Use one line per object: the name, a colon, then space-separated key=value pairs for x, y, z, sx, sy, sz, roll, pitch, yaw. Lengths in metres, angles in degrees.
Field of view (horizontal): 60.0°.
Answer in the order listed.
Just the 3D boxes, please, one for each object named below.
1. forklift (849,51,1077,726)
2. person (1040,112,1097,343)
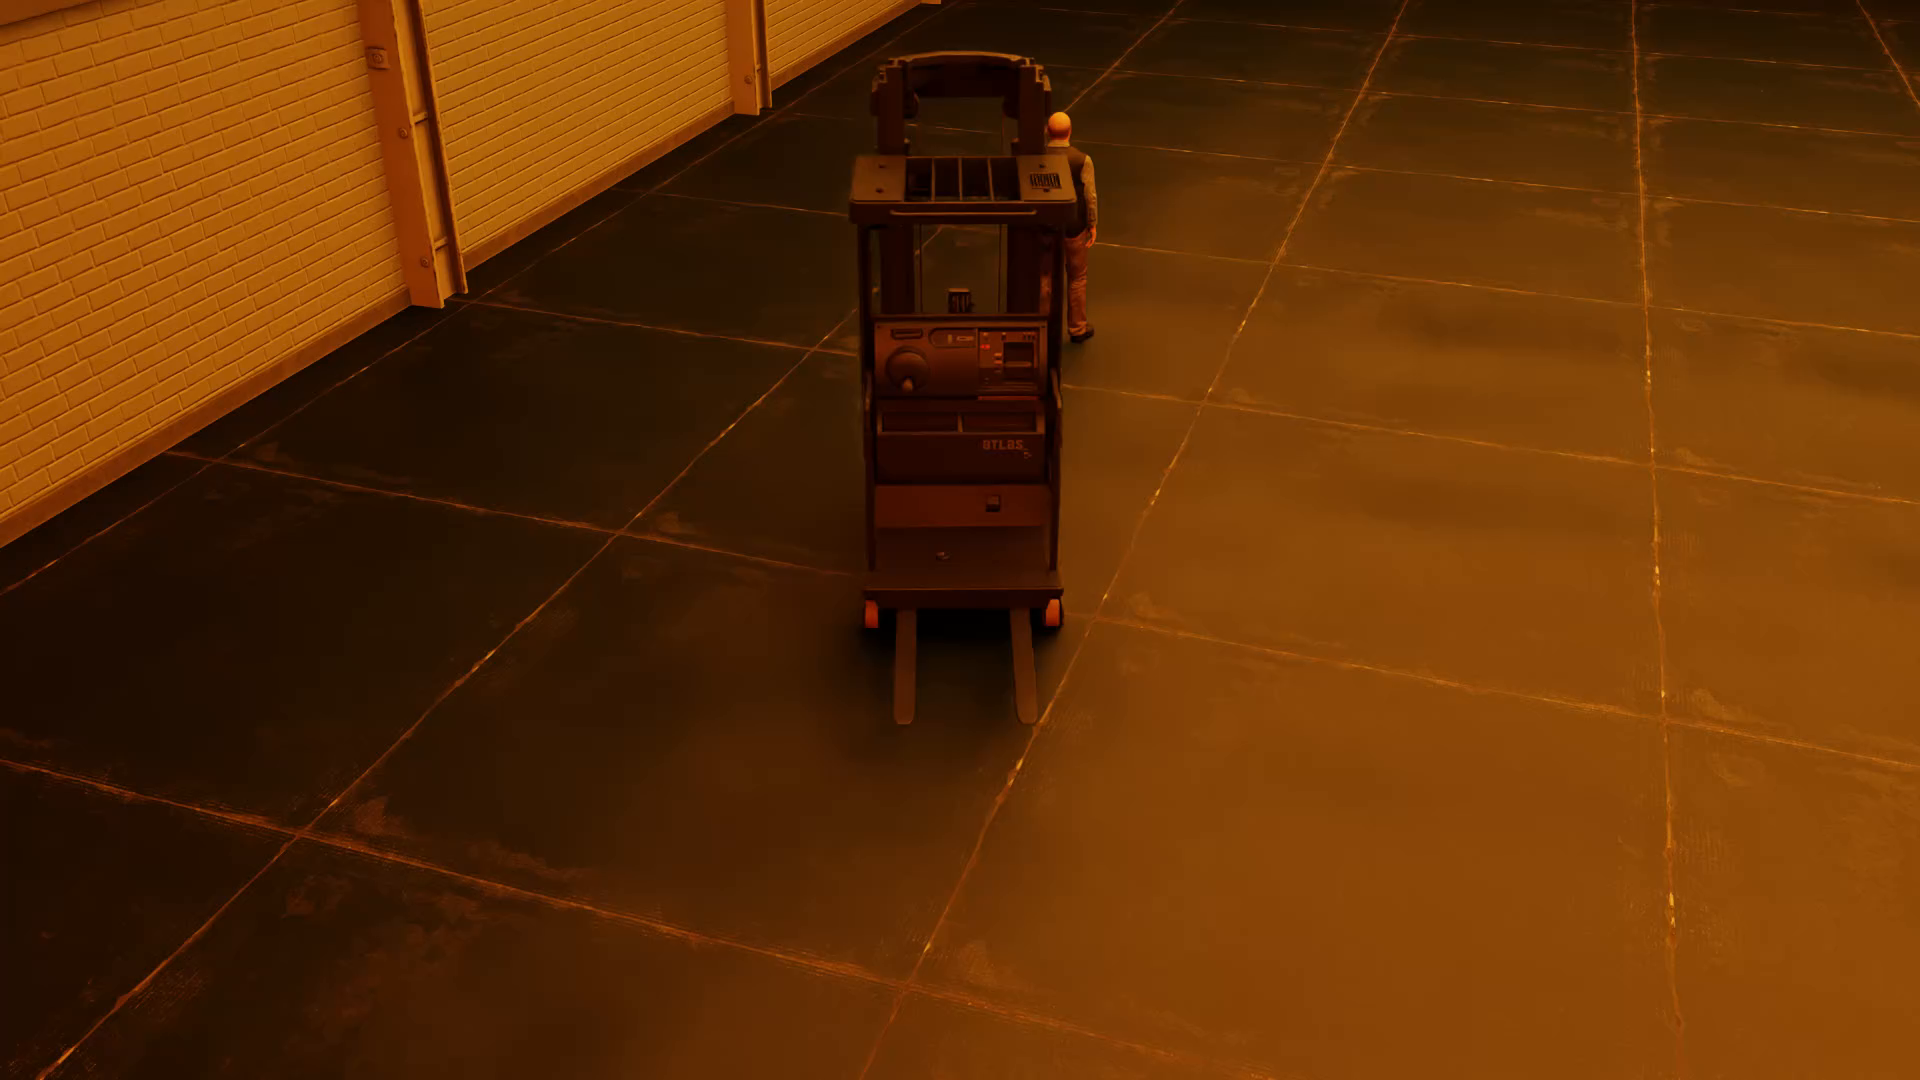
forklift: x=0.010 y=-0.935 z=8.776 sx=1.130 sy=2.935 sz=3.031 roll=0 pitch=30 yaw=-1
person: x=0.732 y=-2.317 z=12.426 sx=0.581 sy=1.719 sz=0.426 roll=6 pitch=30 yaw=10
